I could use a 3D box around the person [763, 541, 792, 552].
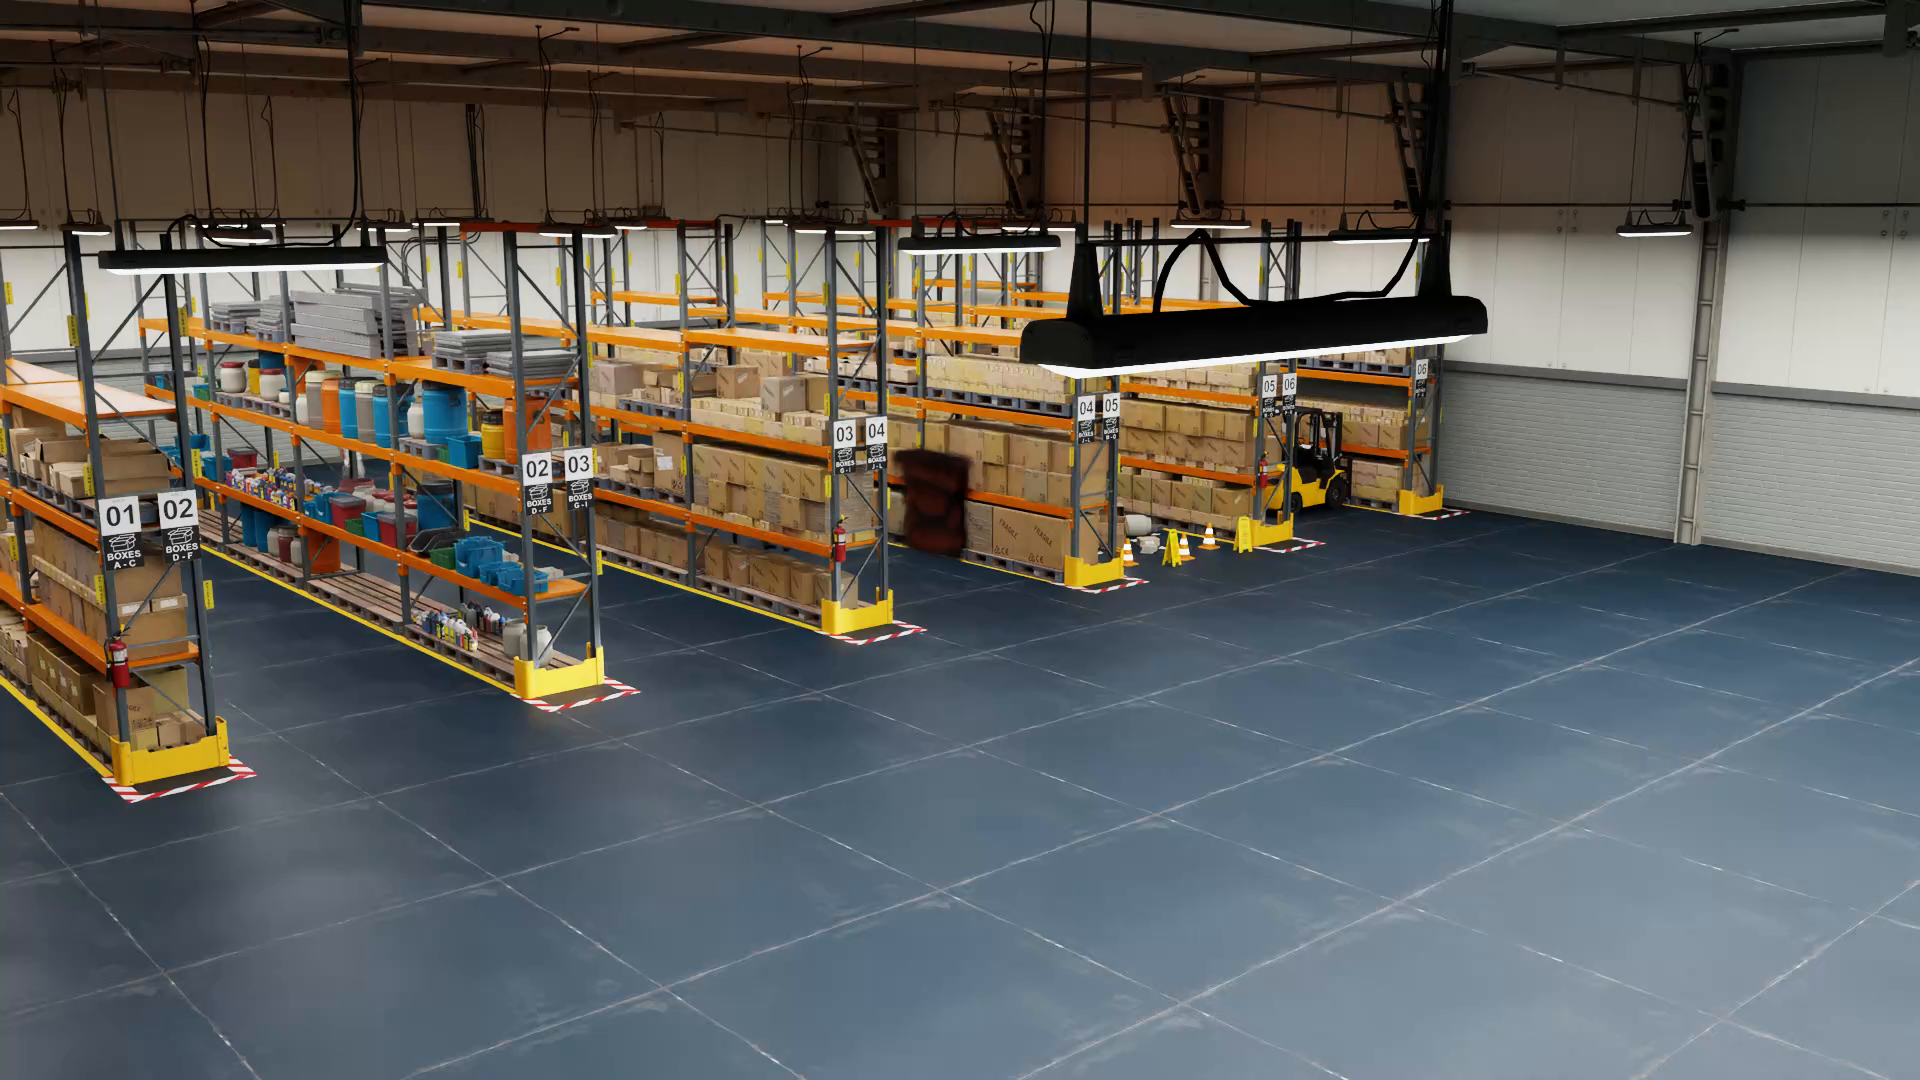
[{"bbox_3d":[-3.222,-0.662,29.309,0.579,1.720,0.431,9,14,37],"label":"person"}]

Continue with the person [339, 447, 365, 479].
[{"bbox_3d":[-13.075,-1.704,35.744,0.512,1.725,0.975,-8,14,-34],"label":"person"}]
